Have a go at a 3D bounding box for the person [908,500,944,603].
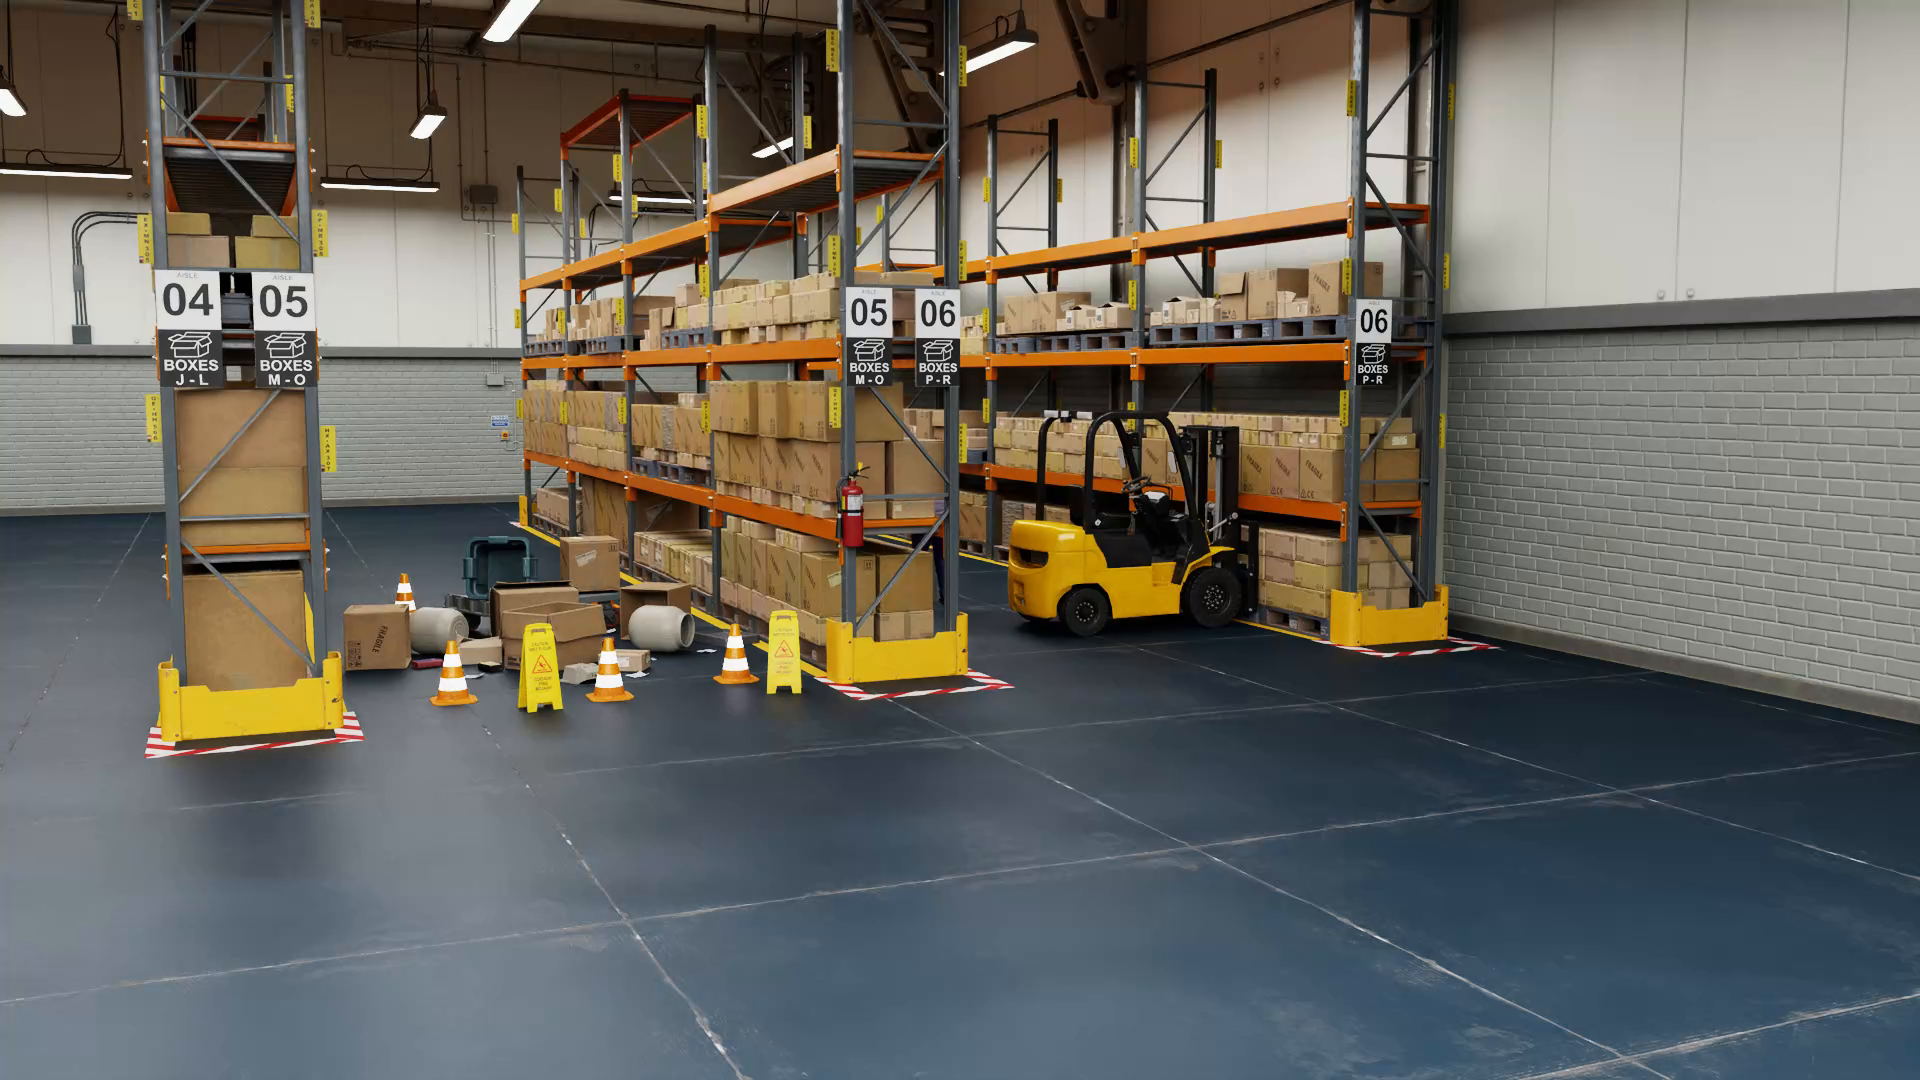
[{"bbox_3d":[-0.325,-0.113,18.232,0.549,1.650,0.370,-3,6,-26],"label":"person"}]
